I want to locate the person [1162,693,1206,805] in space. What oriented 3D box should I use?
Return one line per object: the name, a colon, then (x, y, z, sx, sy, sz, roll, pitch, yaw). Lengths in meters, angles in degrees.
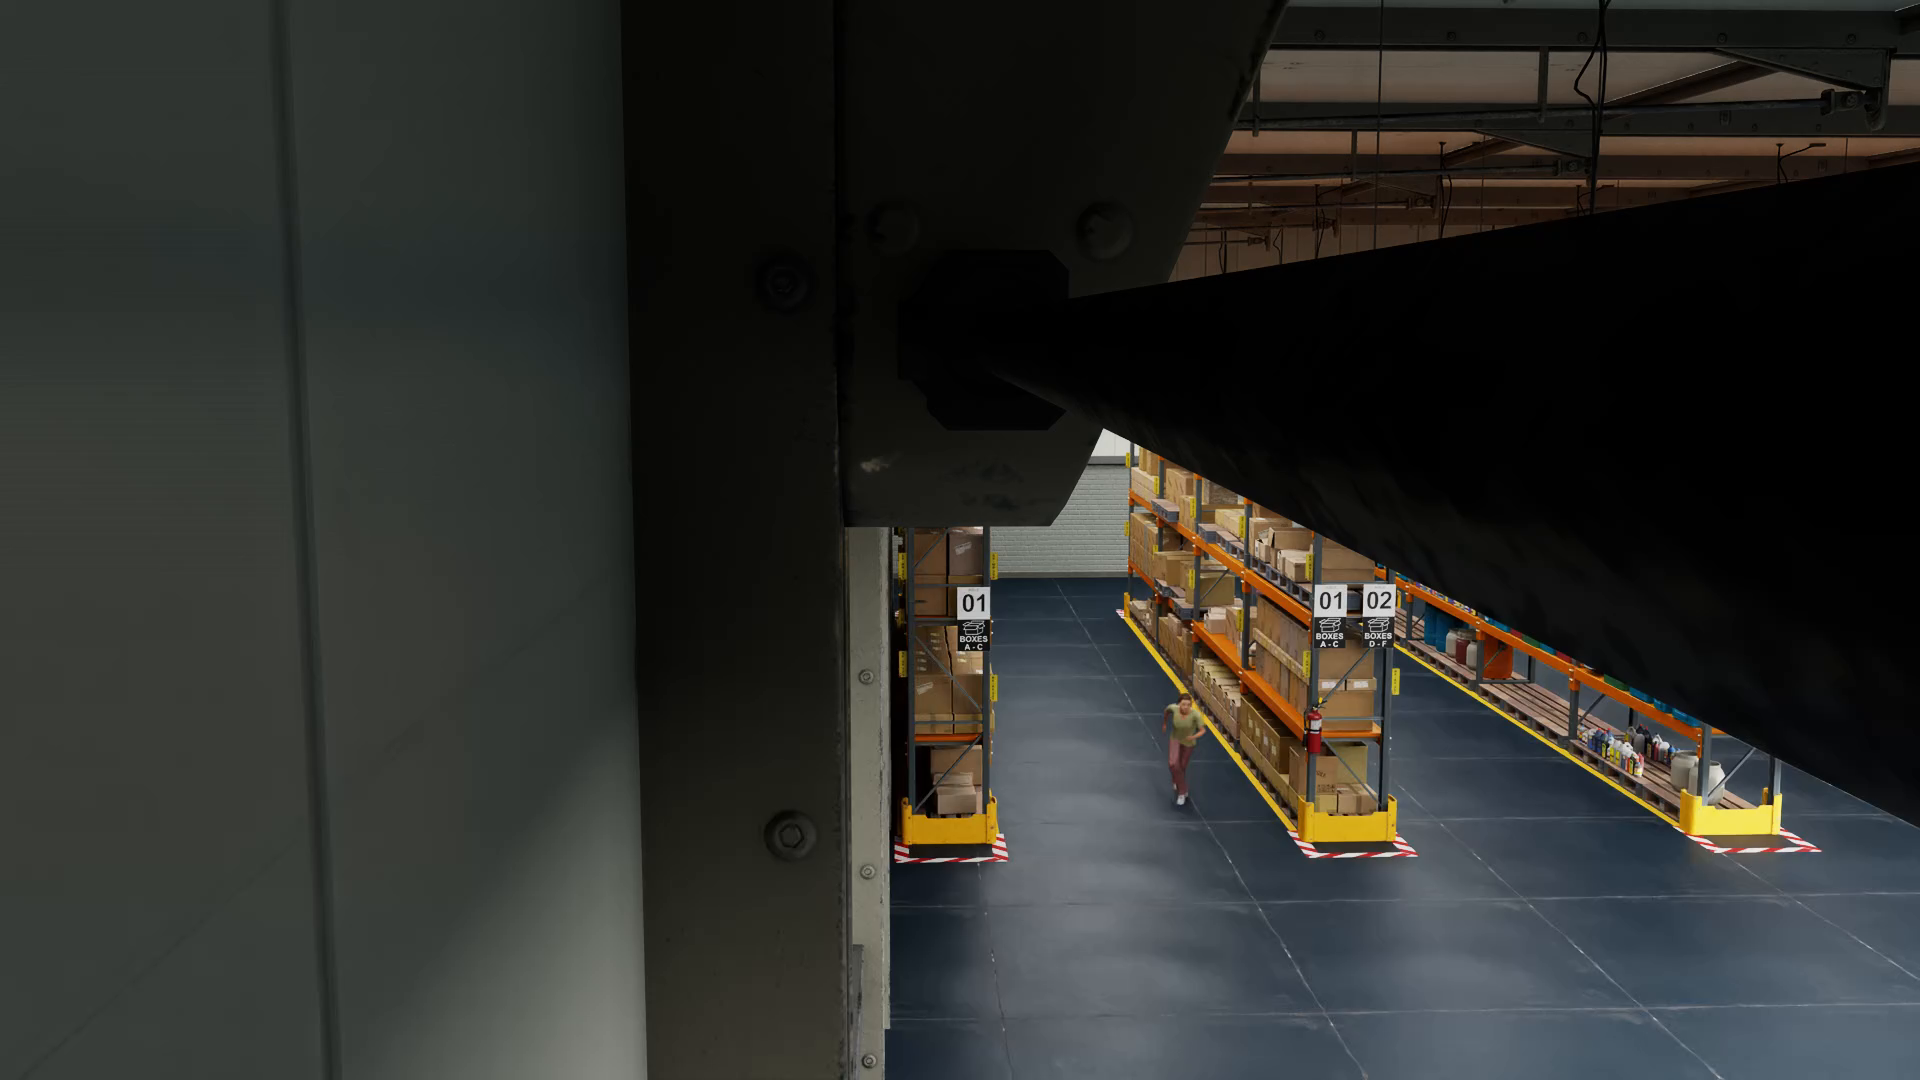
person: (3.000, 2.717, 22.308, 0.581, 1.508, 1.045, 1, 7, 8)
